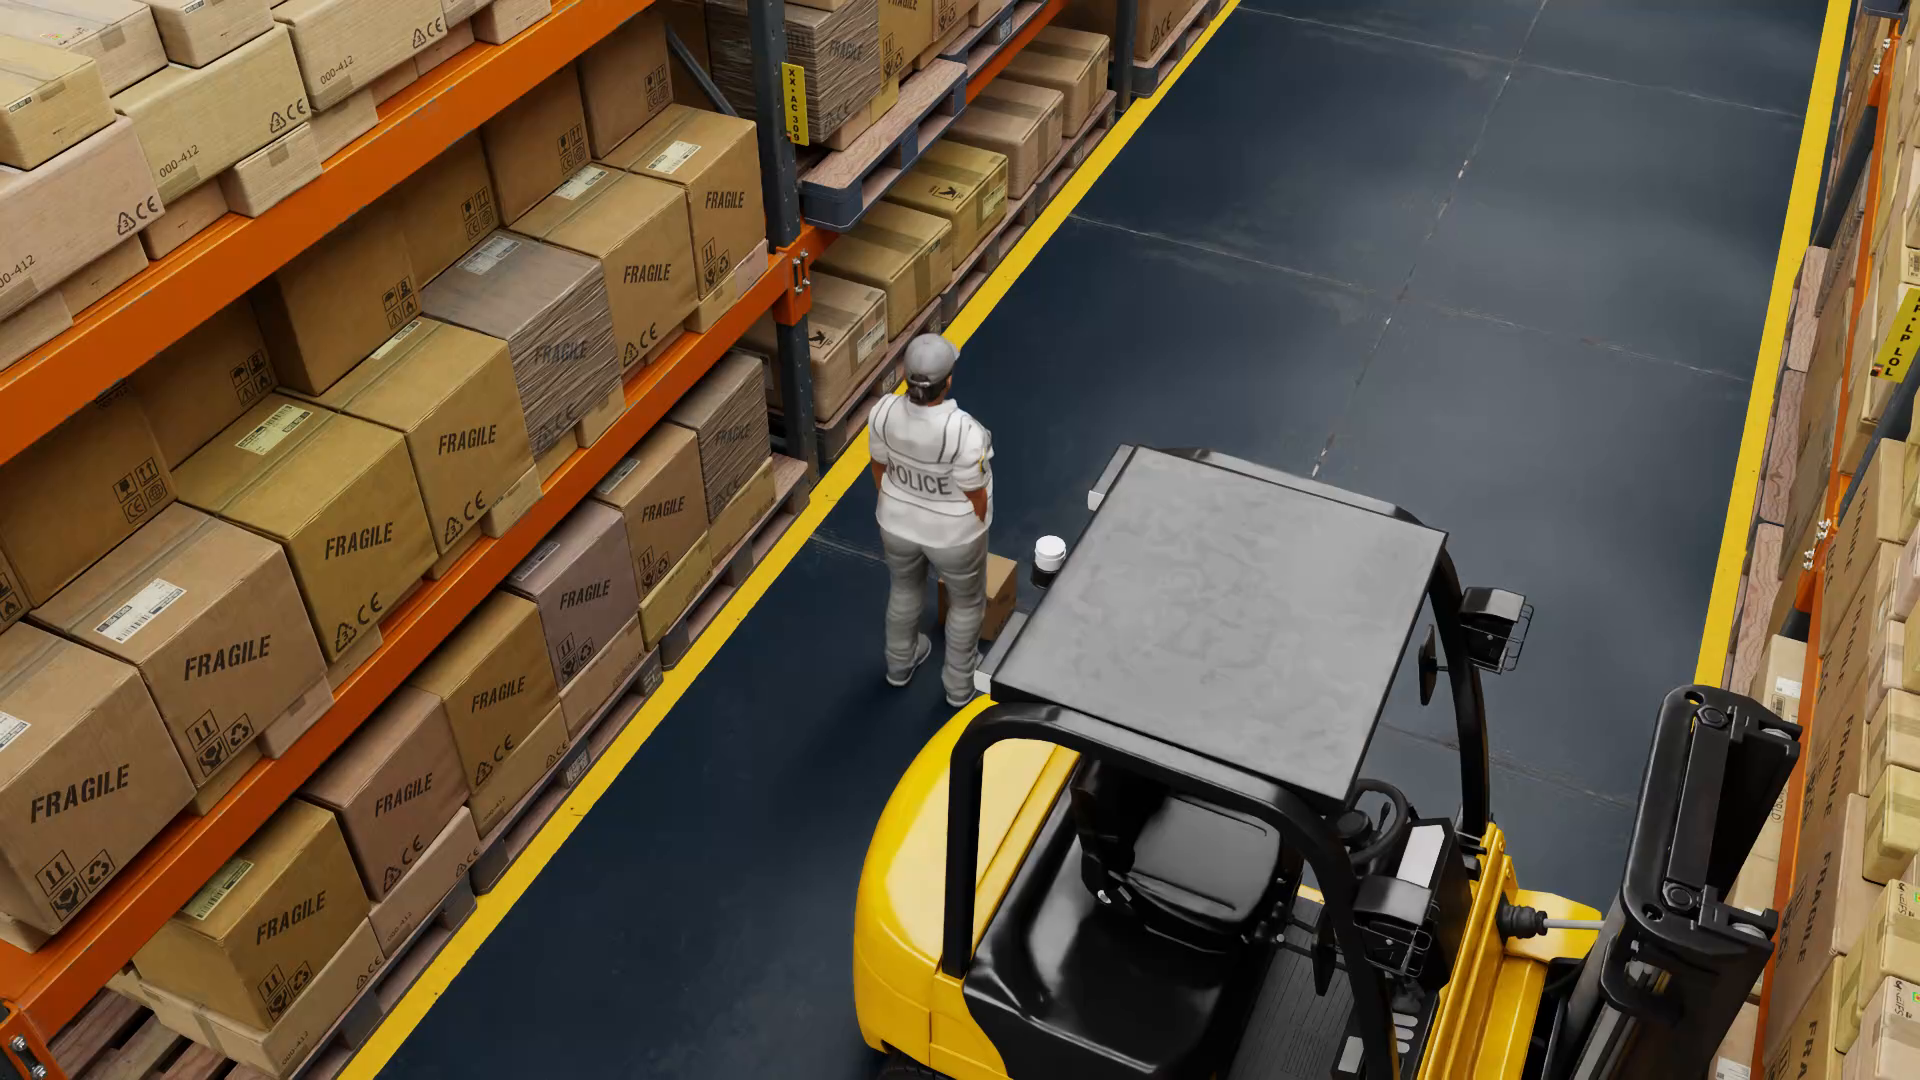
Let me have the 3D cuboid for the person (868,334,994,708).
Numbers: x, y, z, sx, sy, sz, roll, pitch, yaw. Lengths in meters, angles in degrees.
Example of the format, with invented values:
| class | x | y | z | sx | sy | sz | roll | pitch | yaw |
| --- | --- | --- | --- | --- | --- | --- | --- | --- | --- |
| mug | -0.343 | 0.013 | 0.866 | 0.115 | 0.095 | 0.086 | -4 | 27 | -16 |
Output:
| class | x | y | z | sx | sy | sz | roll | pitch | yaw |
| --- | --- | --- | --- | --- | --- | --- | --- | --- | --- |
| person | -0.103 | -0.073 | 6.246 | 0.469 | 1.661 | 0.391 | 18 | 45 | 18 |
